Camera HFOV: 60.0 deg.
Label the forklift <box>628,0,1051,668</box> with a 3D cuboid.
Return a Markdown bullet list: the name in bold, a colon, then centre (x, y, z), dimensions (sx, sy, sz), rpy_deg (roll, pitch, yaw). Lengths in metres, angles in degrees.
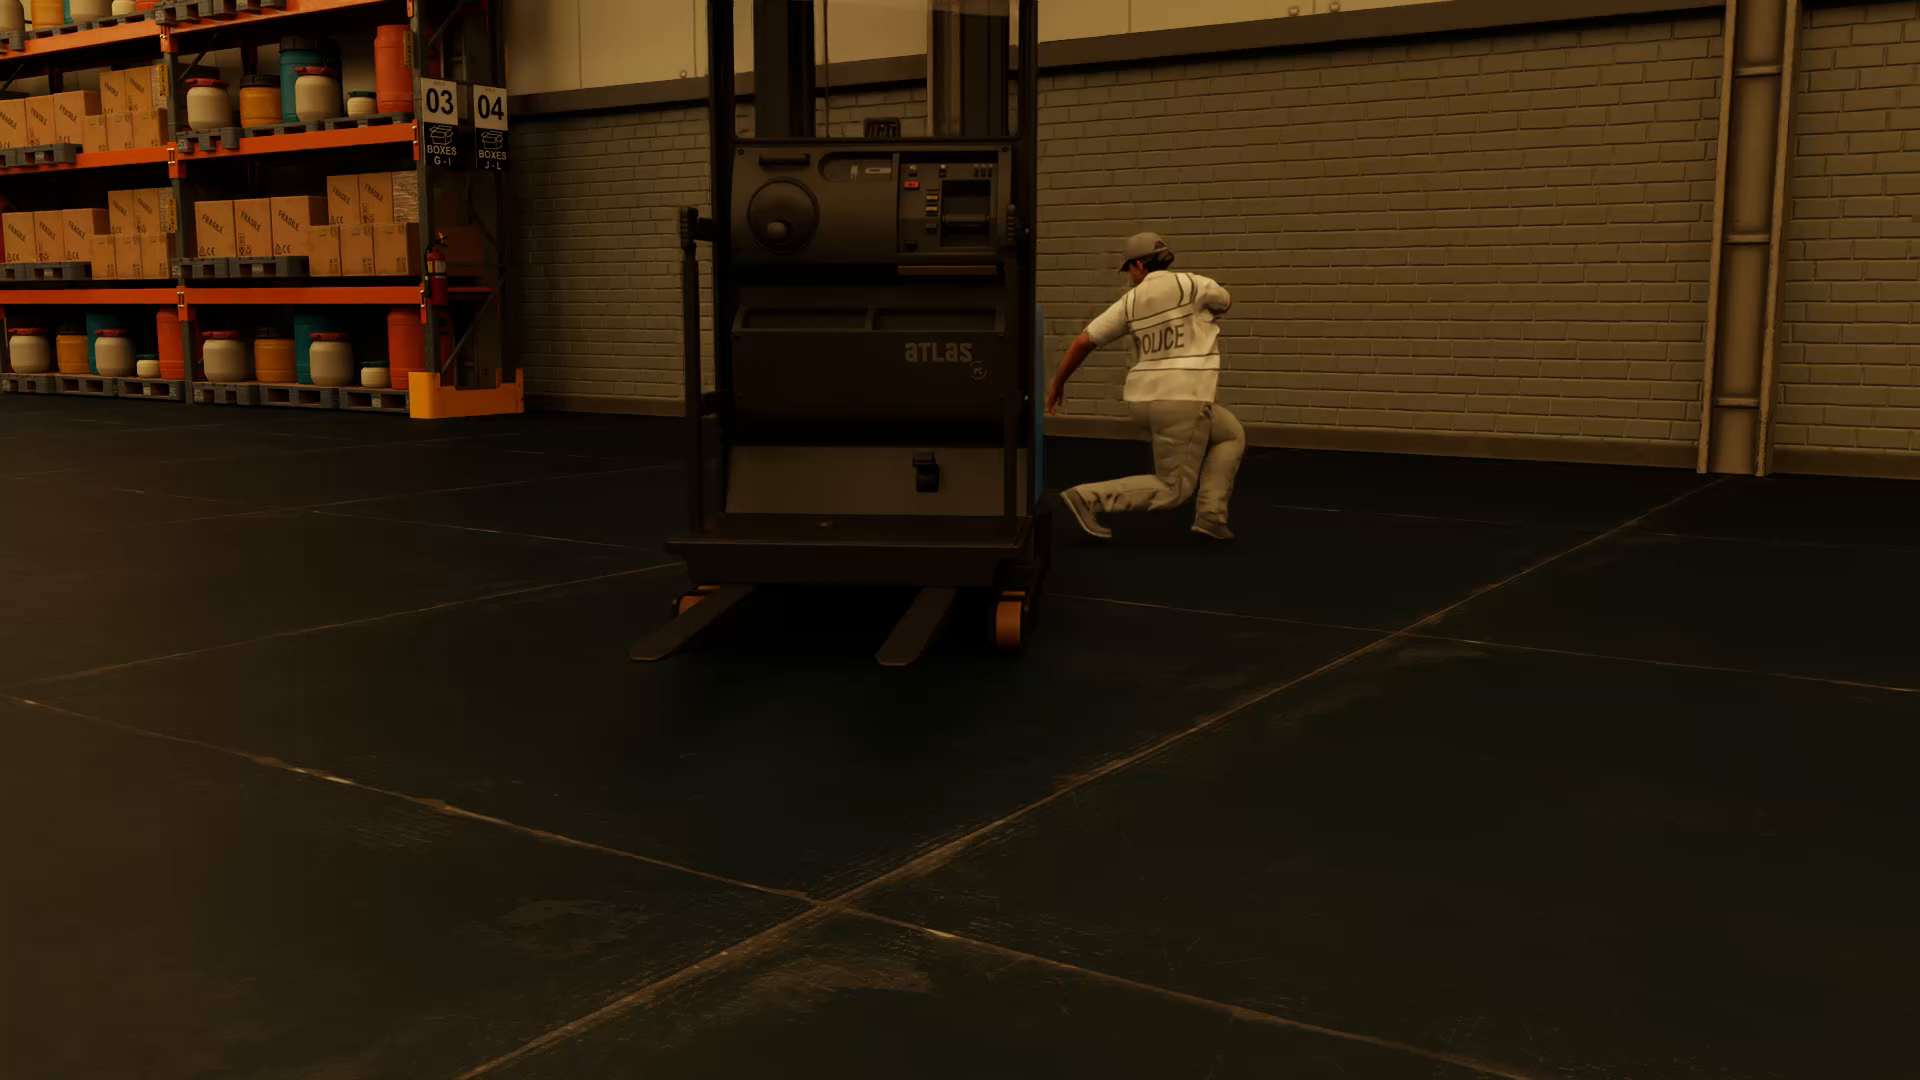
- **forklift**: centre (-0.312, -1.151, 5.287), dimensions (1.130, 2.935, 3.031), rpy_deg (1, 8, 6)

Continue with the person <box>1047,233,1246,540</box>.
- **person**: centre (0.858, -0.666, 7.558), dimensions (0.928, 1.440, 0.699), rpy_deg (-5, 9, -29)
